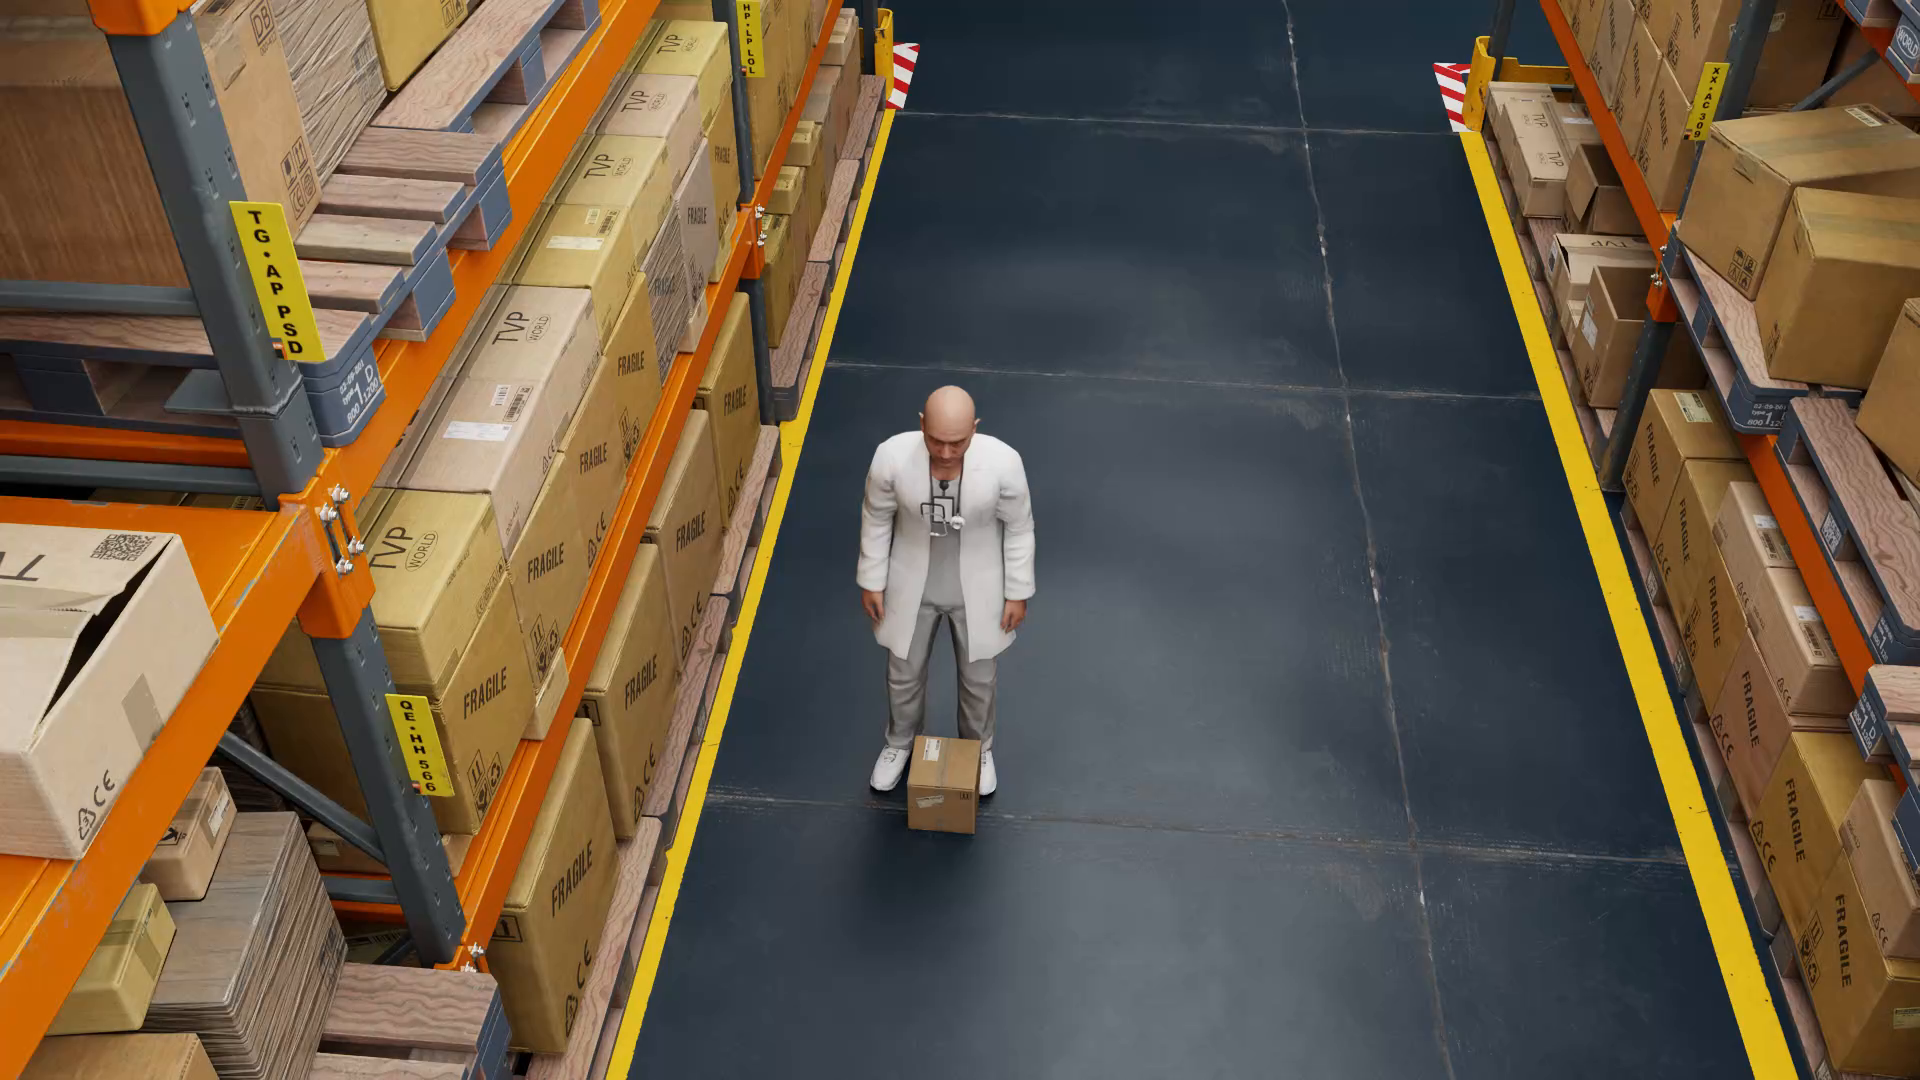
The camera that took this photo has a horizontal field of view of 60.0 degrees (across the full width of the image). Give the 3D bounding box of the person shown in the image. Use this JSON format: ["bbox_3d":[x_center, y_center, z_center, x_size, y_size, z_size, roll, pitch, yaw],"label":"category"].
[{"bbox_3d":[-0.053,0.176,5.954,0.643,1.773,0.427,3,40,4],"label":"person"}]
